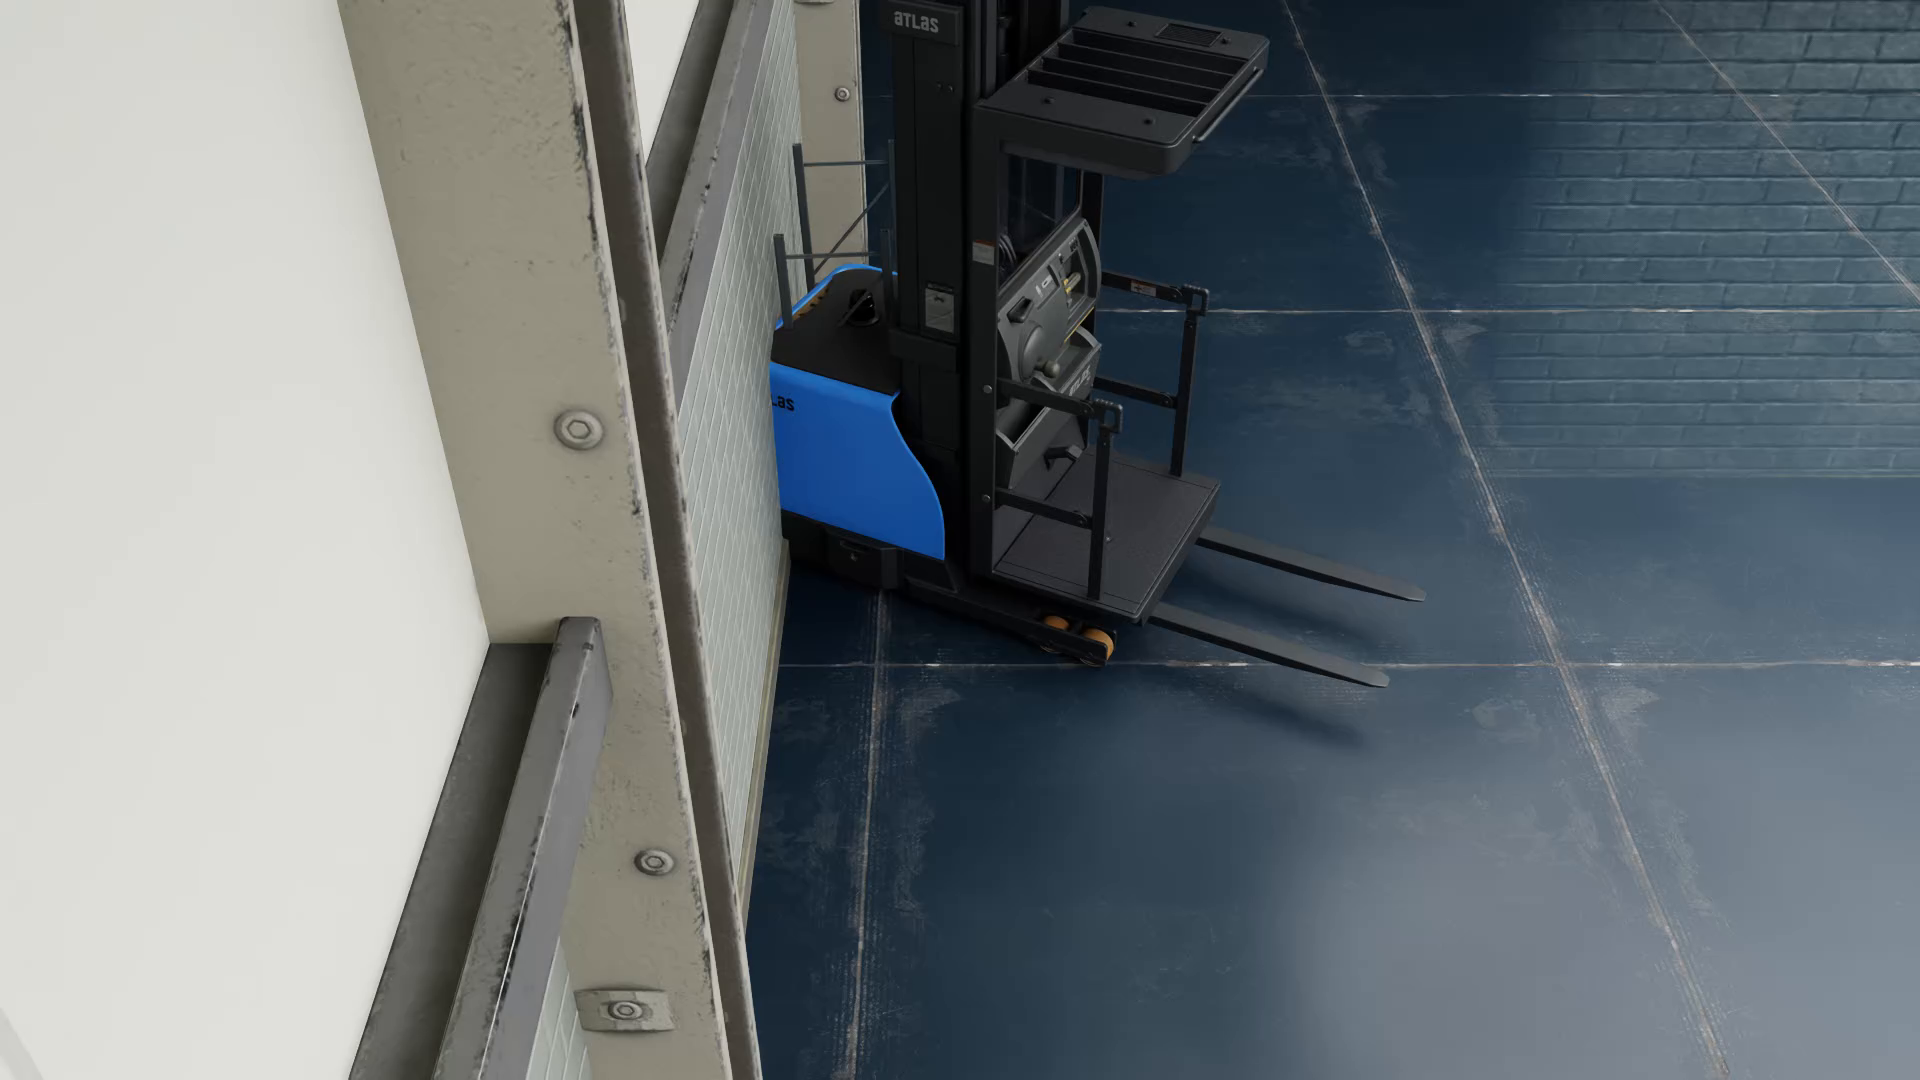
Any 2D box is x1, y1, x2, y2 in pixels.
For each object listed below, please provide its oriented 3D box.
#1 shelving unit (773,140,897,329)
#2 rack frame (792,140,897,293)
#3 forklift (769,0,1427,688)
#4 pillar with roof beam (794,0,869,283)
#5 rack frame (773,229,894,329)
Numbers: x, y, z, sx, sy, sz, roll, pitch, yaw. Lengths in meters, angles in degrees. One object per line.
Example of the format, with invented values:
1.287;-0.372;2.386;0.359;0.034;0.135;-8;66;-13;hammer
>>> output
-0.525;-0.999;8.002;0.587;1.500;1.083;-2;35;1;shelving unit
-0.526;-1.298;8.424;0.500;1.500;0.032;-2;35;1;rack frame
0.559;-0.970;6.862;3.031;2.935;1.130;17;42;20;forklift
3.619;-4.841;6.840;9.100;9.000;0.400;0;39;0;pillar with roof beam
-0.524;-0.710;7.595;0.500;1.500;0.032;-2;35;1;rack frame
